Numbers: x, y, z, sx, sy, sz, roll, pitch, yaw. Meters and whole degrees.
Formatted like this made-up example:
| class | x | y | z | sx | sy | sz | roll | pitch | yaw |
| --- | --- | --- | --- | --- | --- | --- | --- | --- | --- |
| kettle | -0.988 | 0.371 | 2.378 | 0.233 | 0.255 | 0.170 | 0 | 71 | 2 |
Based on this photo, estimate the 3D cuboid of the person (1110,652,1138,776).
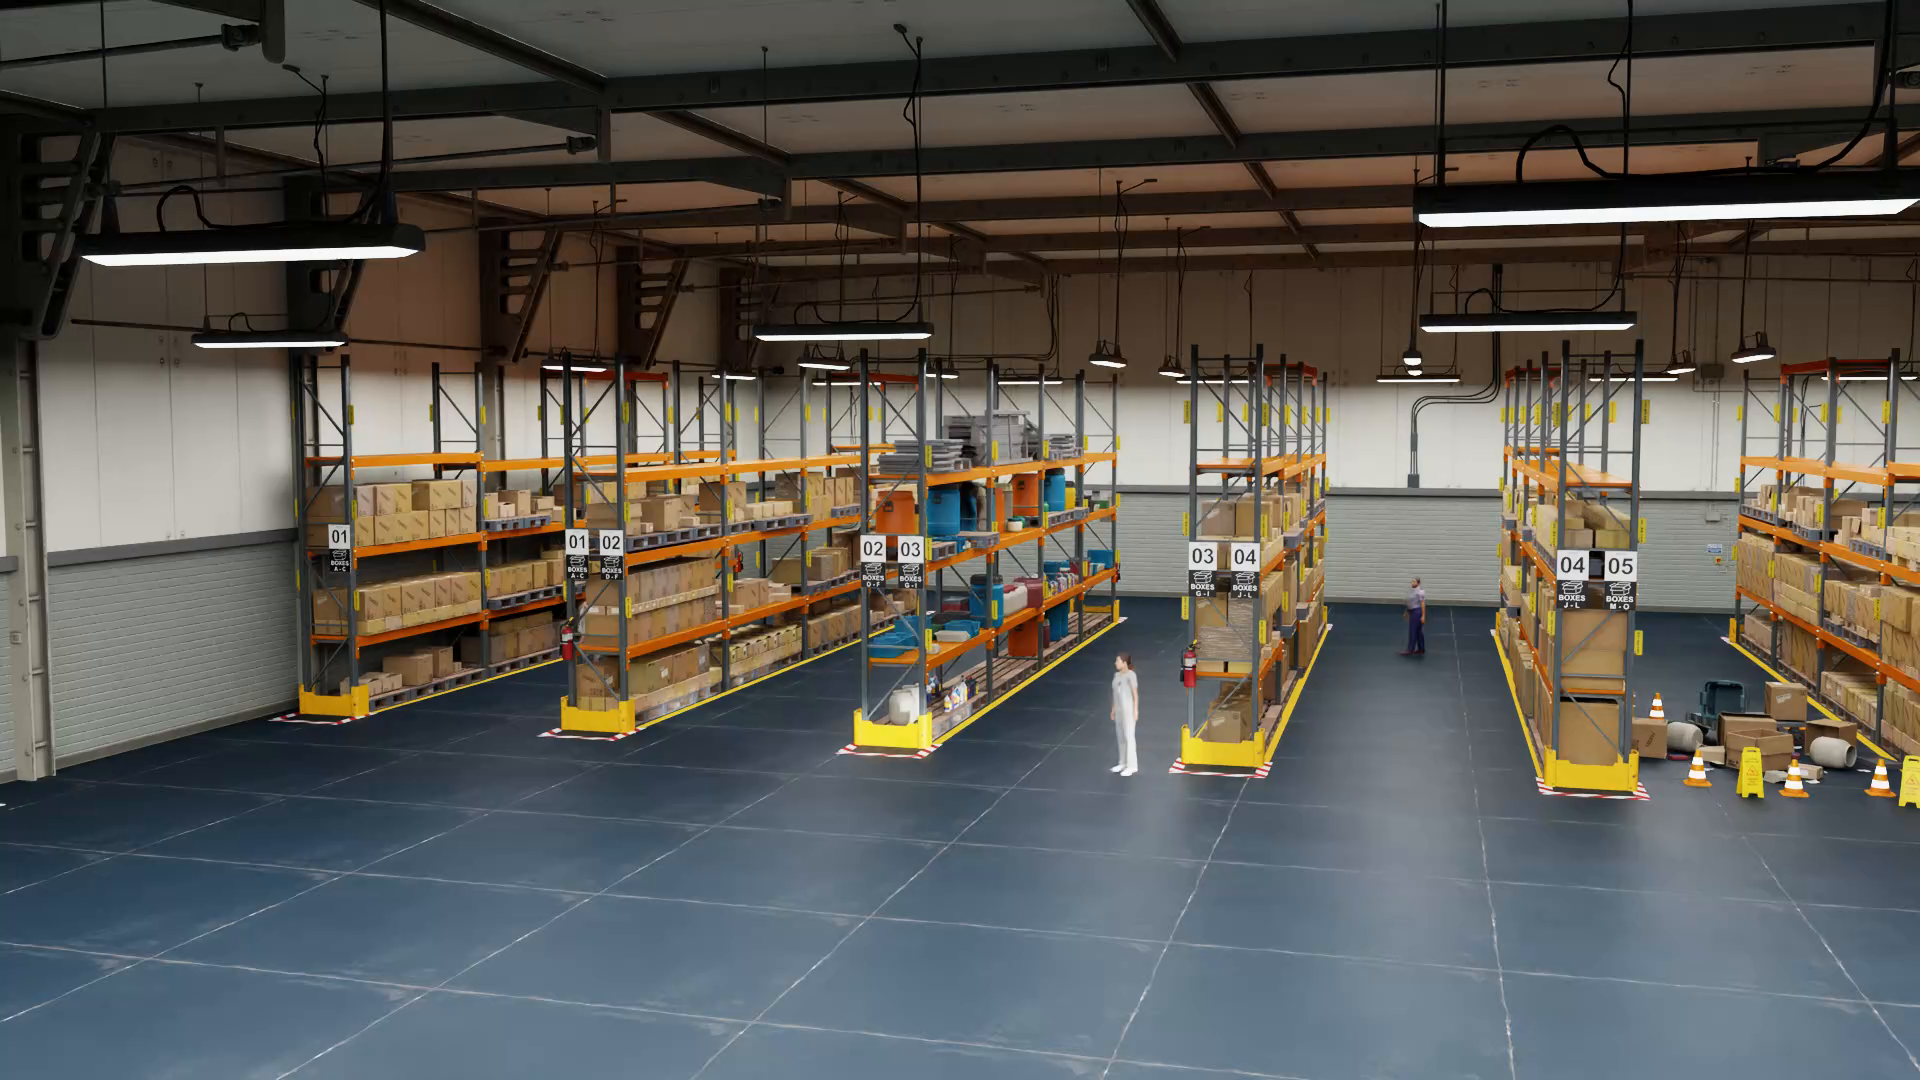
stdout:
| class | x | y | z | sx | sy | sz | roll | pitch | yaw |
| --- | --- | --- | --- | --- | --- | --- | --- | --- | --- |
| person | 2.292 | 2.427 | 23.343 | 0.420 | 1.704 | 0.524 | -3 | 5 | -33 |

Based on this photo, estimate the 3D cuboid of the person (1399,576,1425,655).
| class | x | y | z | sx | sy | sz | roll | pitch | yaw |
| --- | --- | --- | --- | --- | --- | --- | --- | --- | --- |
| person | 9.451 | 1.576 | 34.785 | 0.614 | 1.634 | 0.504 | 0 | 4 | 0 |

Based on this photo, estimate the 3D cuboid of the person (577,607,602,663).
| class | x | y | z | sx | sy | sz | roll | pitch | yaw |
| --- | --- | --- | --- | --- | --- | --- | --- | --- | --- |
| person | -6.886 | 1.810 | 31.241 | 0.619 | 1.747 | 0.672 | -1 | 4 | -17 |
